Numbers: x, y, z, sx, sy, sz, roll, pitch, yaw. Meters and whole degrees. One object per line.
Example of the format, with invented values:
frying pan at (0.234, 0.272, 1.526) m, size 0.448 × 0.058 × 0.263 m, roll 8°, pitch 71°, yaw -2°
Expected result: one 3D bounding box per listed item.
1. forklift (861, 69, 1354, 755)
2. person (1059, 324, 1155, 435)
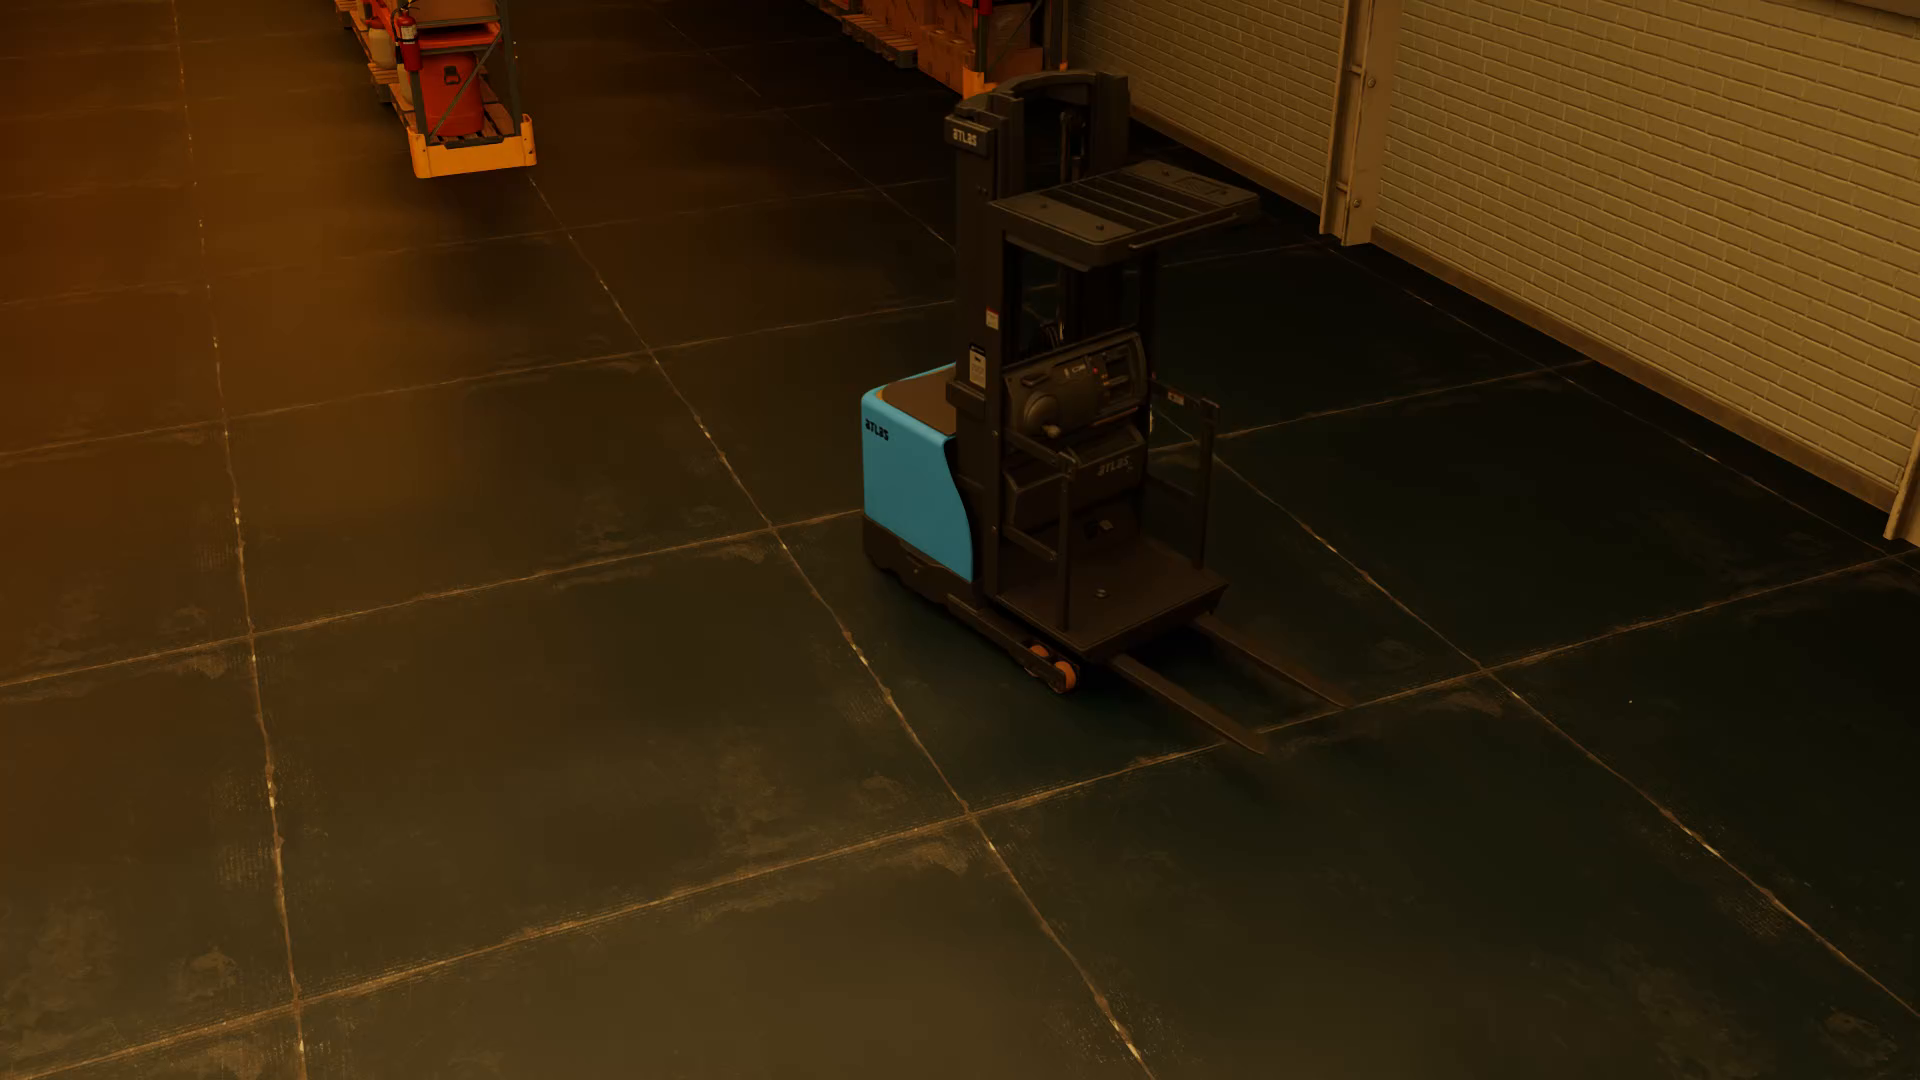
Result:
forklift at (0.740, -0.754, 8.439) m, size 1.130 × 2.935 × 3.031 m, roll -22°, pitch 36°, yaw -33°
person at (0.746, -0.683, 9.826) m, size 0.800 × 1.547 × 0.935 m, roll 4°, pitch 30°, yaw 7°
